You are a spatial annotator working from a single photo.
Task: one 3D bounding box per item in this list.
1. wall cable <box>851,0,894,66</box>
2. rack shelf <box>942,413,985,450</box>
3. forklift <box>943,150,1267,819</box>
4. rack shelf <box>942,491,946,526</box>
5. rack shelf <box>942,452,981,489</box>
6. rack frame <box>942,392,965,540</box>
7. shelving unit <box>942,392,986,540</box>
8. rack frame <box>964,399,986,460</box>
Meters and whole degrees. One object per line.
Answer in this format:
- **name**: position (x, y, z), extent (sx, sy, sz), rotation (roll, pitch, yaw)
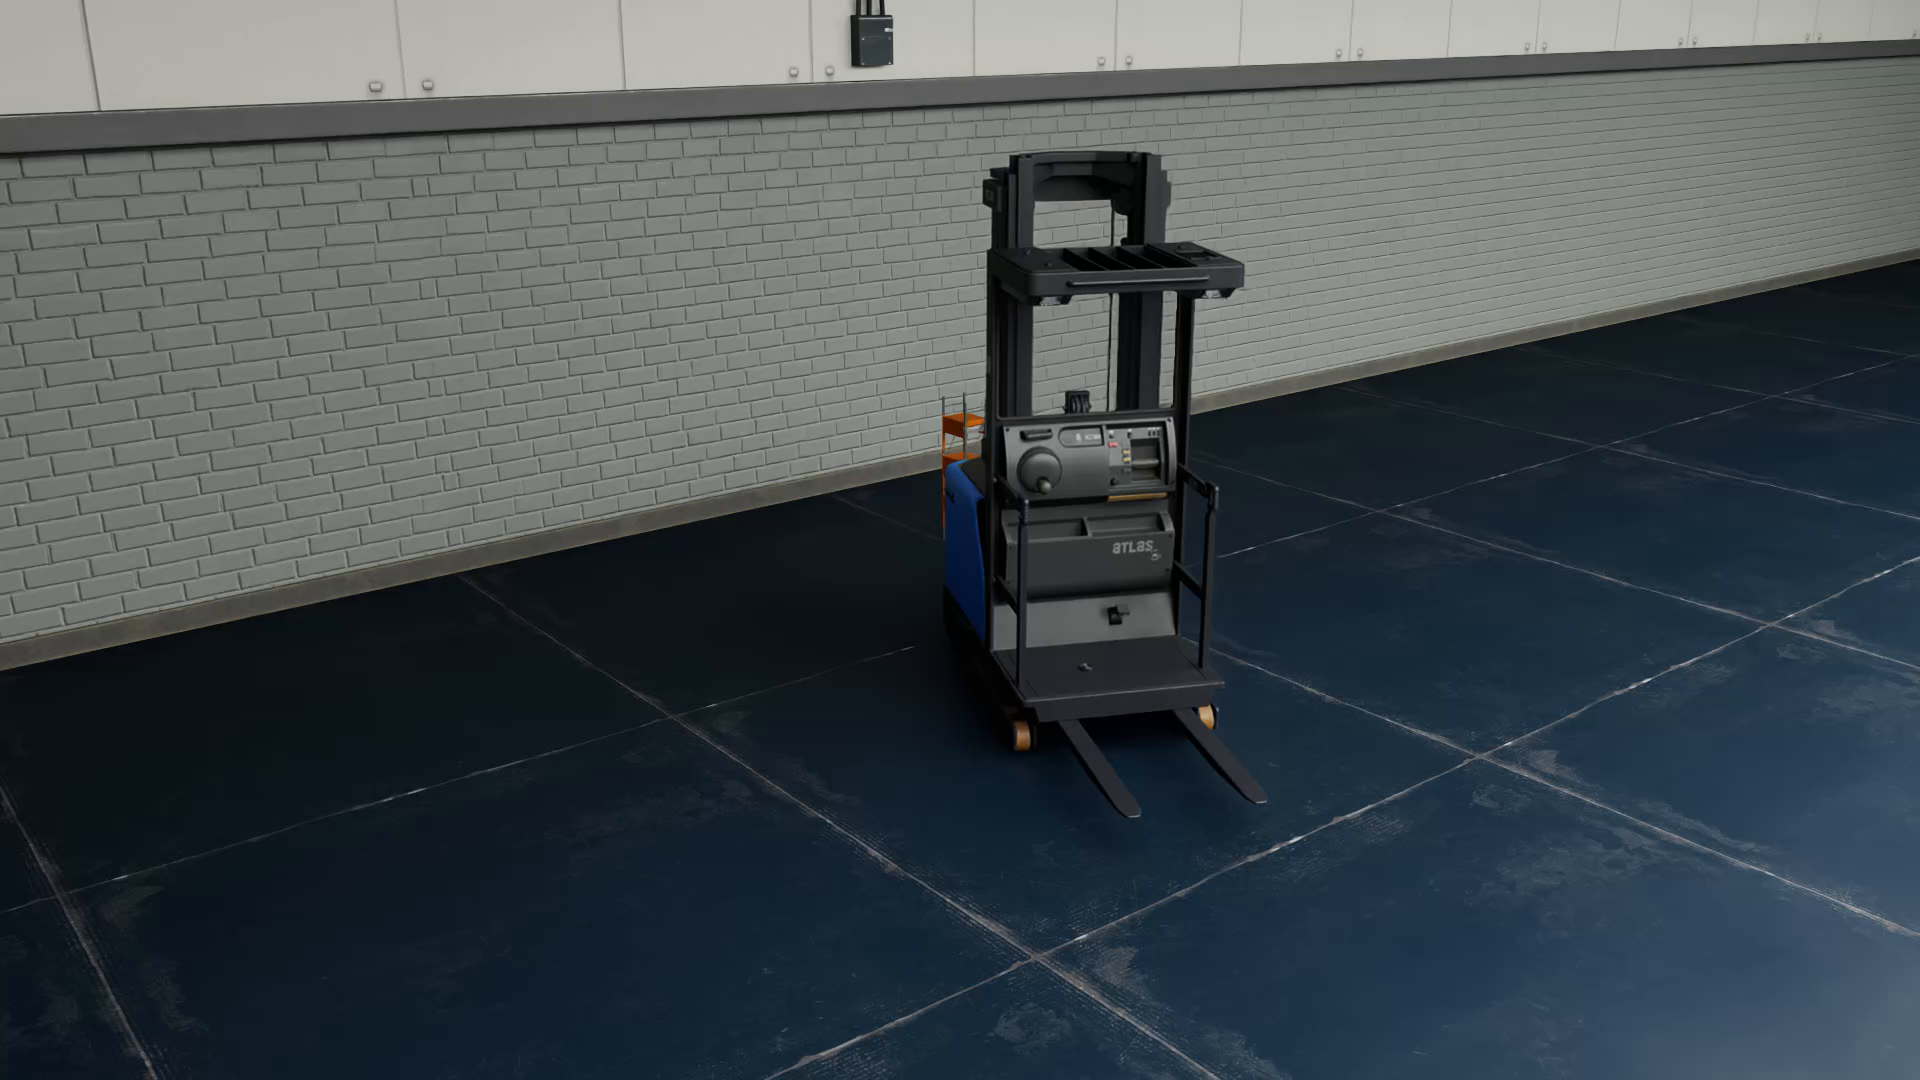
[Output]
- **wall cable**: position (0.153, -6.530, 11.859), extent (2.305, 6.003, 0.169), rotation (-14, 23, -36)
- **rack shelf**: position (0.033, -0.745, 11.572), extent (0.215, 0.259, 0.240), rotation (-14, 23, -36)
- **forklift**: position (0.731, -0.429, 8.496), extent (1.130, 2.935, 3.031), rotation (-4, 19, -12)
- **rack shelf**: position (0.033, -0.211, 11.748), extent (0.215, 0.259, 0.240), rotation (-14, 23, -36)
- **rack shelf**: position (0.033, -0.475, 11.661), extent (0.215, 0.259, 0.240), rotation (-14, 23, -36)
- **rack frame**: position (-0.043, -0.515, 11.748), extent (0.200, 1.050, 0.008), rotation (-14, 23, -36)
- **shelving unit**: position (0.033, -0.485, 11.658), extent (0.215, 1.050, 0.252), rotation (-14, 23, -36)
- **rack frame**: position (0.109, -0.455, 11.567), extent (0.200, 1.050, 0.008), rotation (-14, 23, -36)
